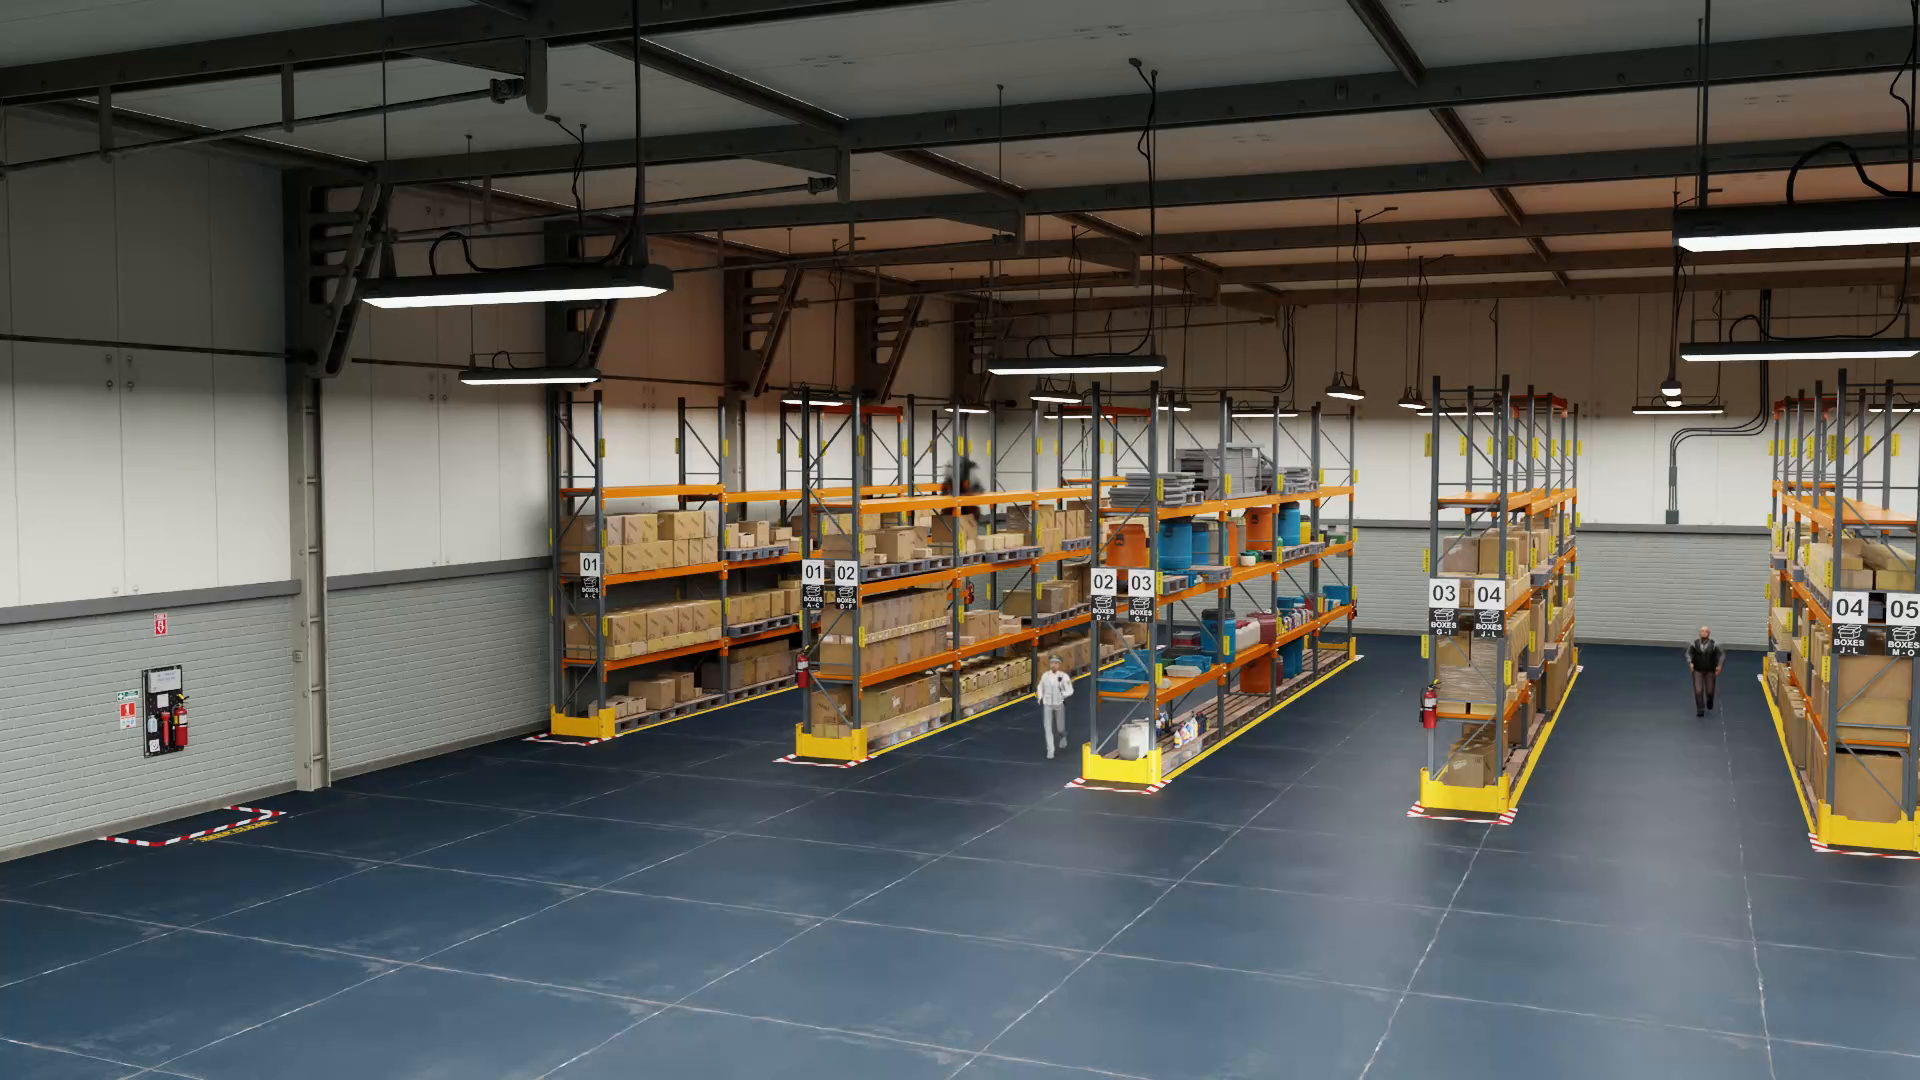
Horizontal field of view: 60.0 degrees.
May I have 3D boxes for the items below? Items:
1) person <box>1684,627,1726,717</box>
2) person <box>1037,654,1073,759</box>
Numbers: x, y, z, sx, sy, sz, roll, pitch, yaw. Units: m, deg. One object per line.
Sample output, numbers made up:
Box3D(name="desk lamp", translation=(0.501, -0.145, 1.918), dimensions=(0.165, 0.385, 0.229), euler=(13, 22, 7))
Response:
Box3D(name="person", translation=(13.896, 2.449, 31.039), dimensions=(0.705, 1.678, 0.614), euler=(2, 4, 27))
Box3D(name="person", translation=(1.531, 2.678, 26.995), dimensions=(0.625, 1.660, 0.767), euler=(1, 3, 14))
